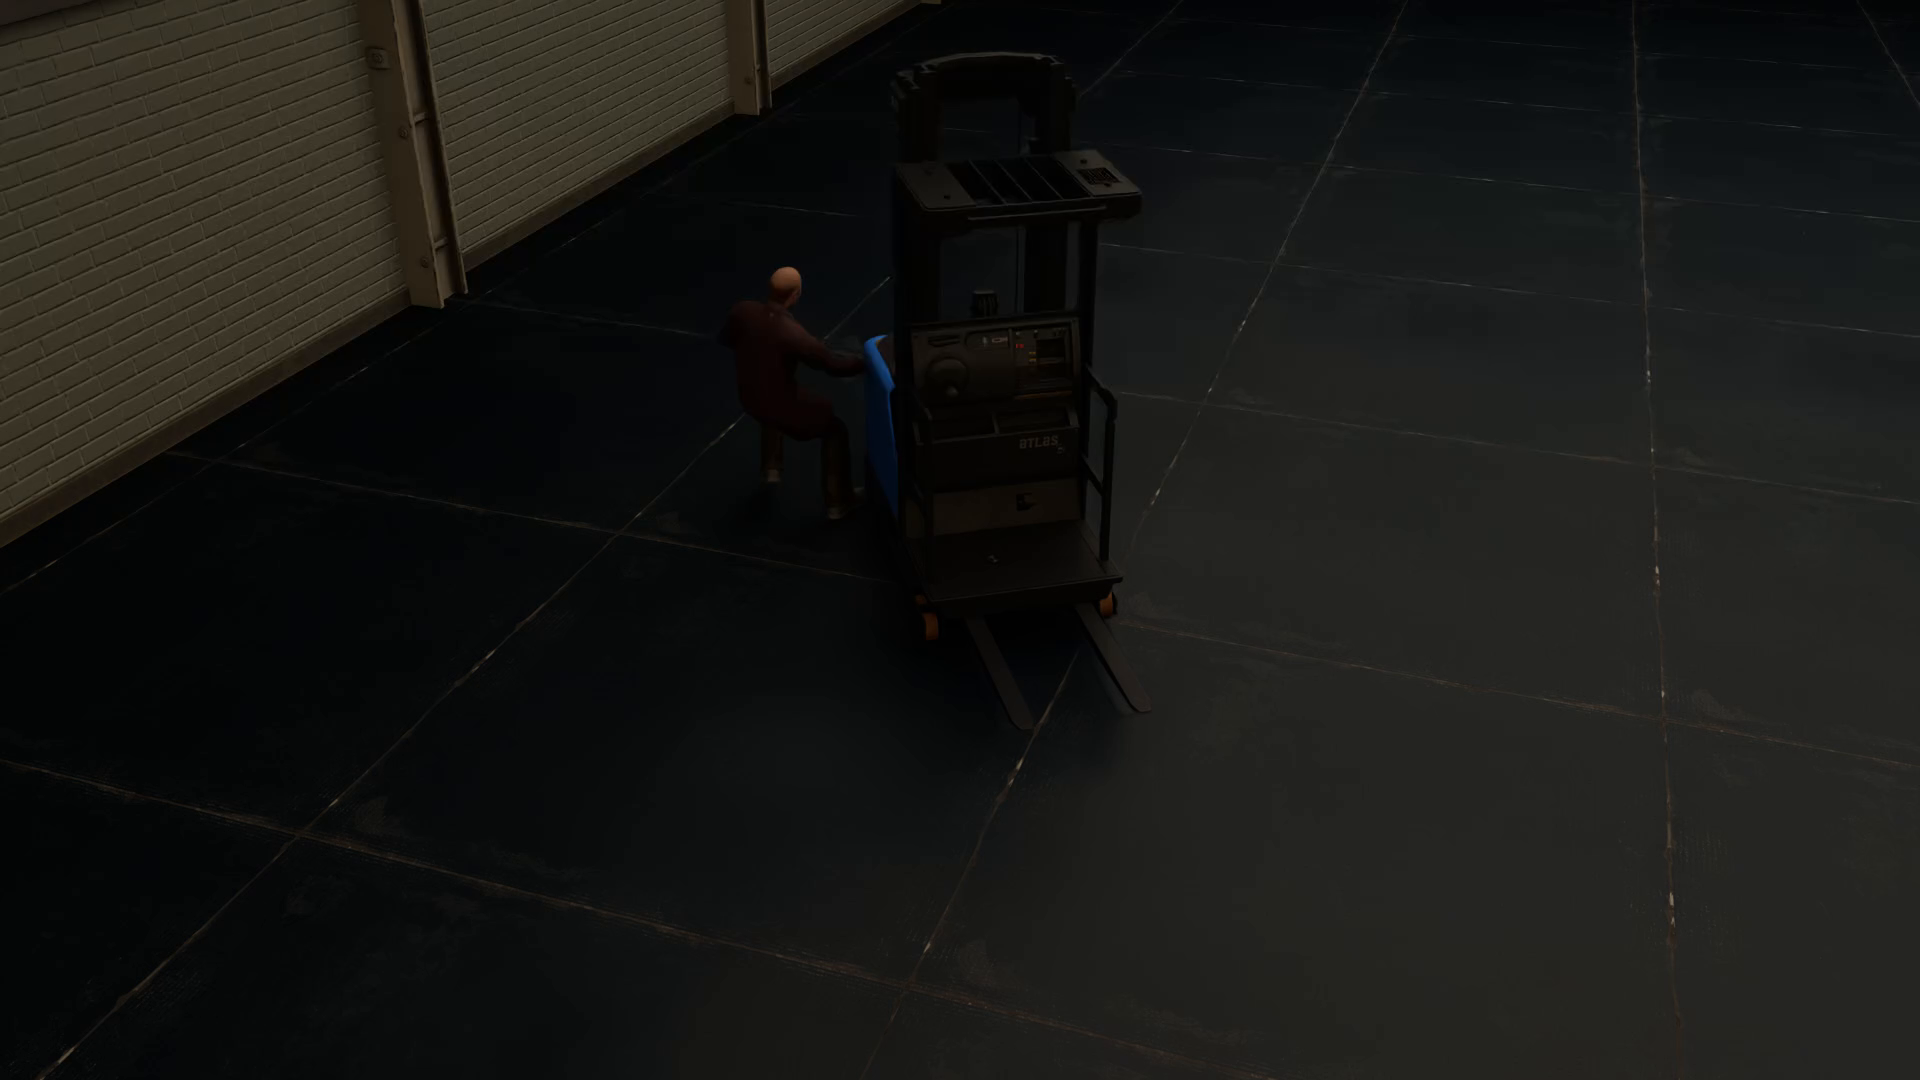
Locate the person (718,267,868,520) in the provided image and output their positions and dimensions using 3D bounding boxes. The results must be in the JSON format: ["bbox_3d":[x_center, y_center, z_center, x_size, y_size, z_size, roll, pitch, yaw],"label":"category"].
[{"bbox_3d":[-1.011,-0.968,10.175,0.817,1.599,0.745,16,33,25],"label":"person"}]

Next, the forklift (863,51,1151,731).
[{"bbox_3d":[0.249,-0.928,8.764,1.130,2.935,3.031,-7,30,-12],"label":"forklift"}]
